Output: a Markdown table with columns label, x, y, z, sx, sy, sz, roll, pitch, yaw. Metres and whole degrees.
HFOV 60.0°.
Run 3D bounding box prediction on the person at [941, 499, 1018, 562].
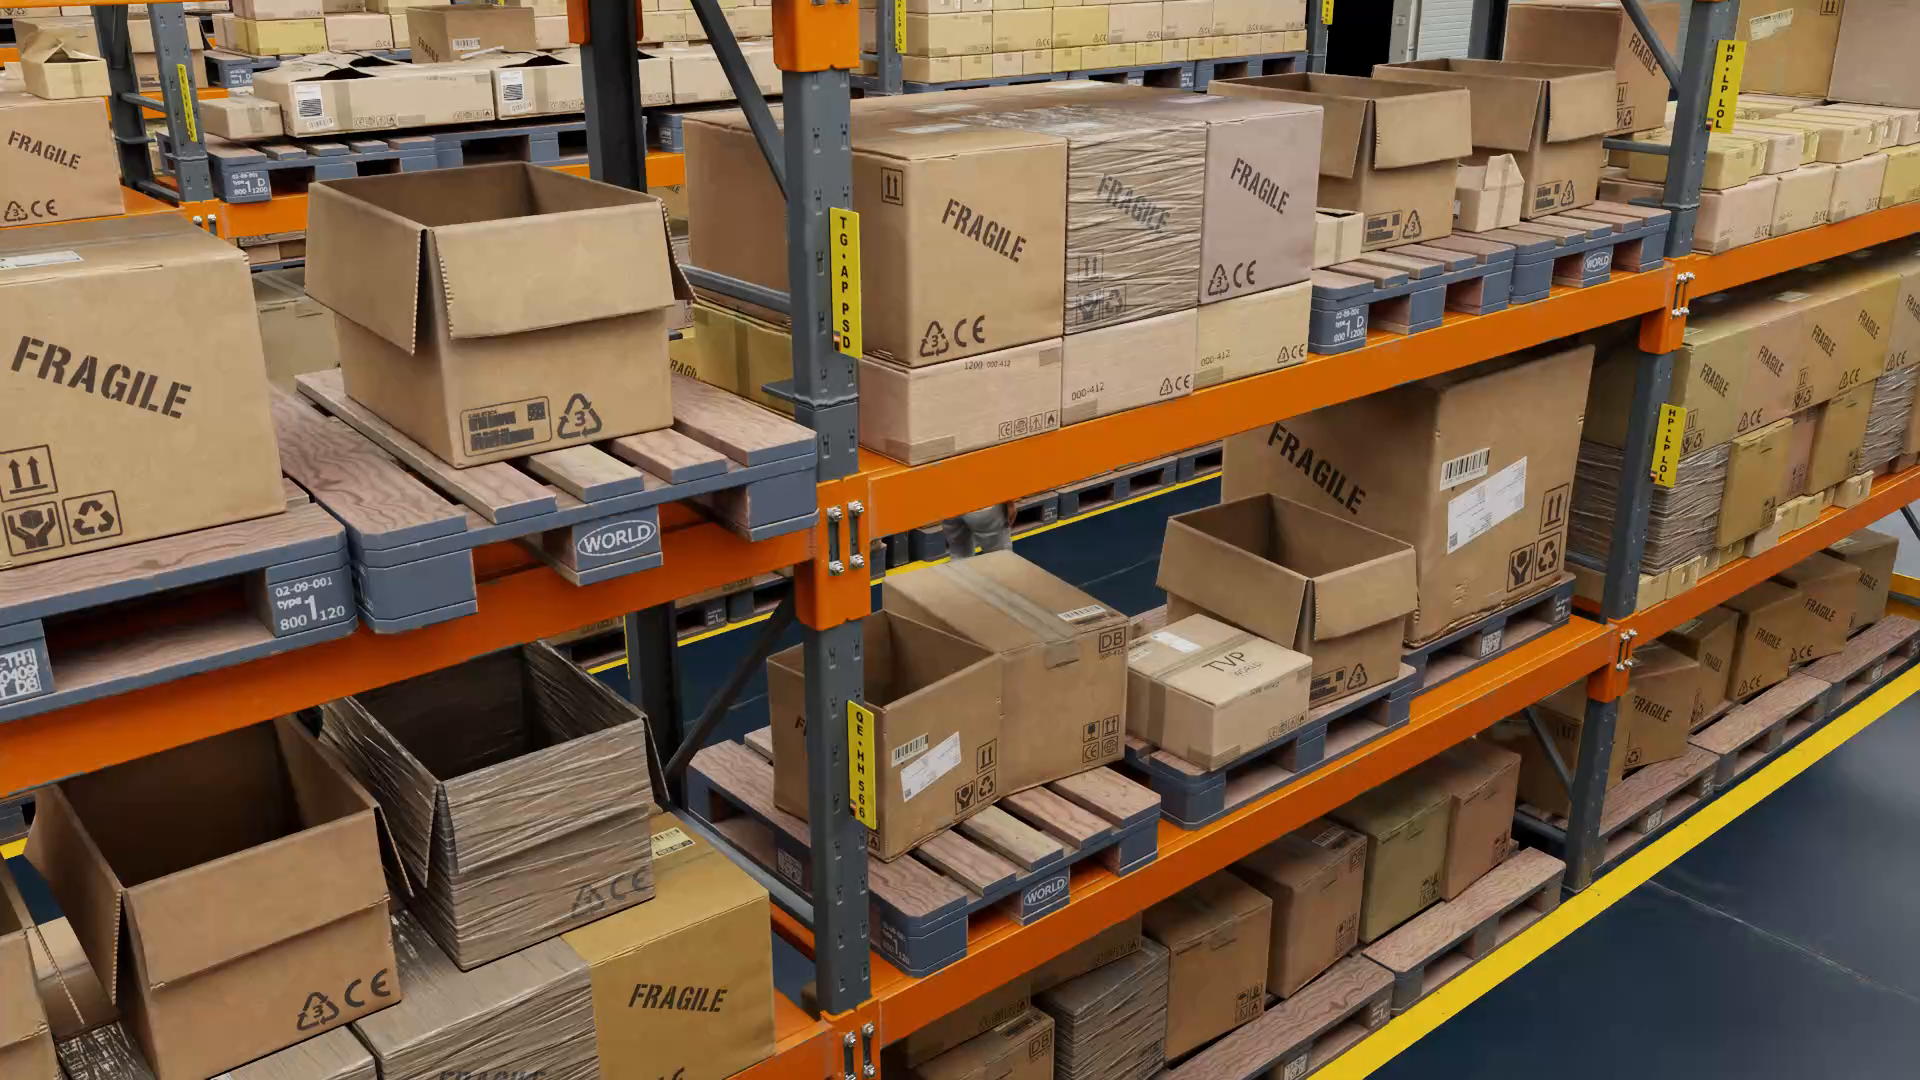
| label | x | y | z | sx | sy | sz | roll | pitch | yaw |
| --- | --- | --- | --- | --- | --- | --- | --- | --- | --- |
| person | 0.110 | -0.232 | 9.671 | 0.565 | 1.667 | 0.464 | 15 | 25 | 33 |
